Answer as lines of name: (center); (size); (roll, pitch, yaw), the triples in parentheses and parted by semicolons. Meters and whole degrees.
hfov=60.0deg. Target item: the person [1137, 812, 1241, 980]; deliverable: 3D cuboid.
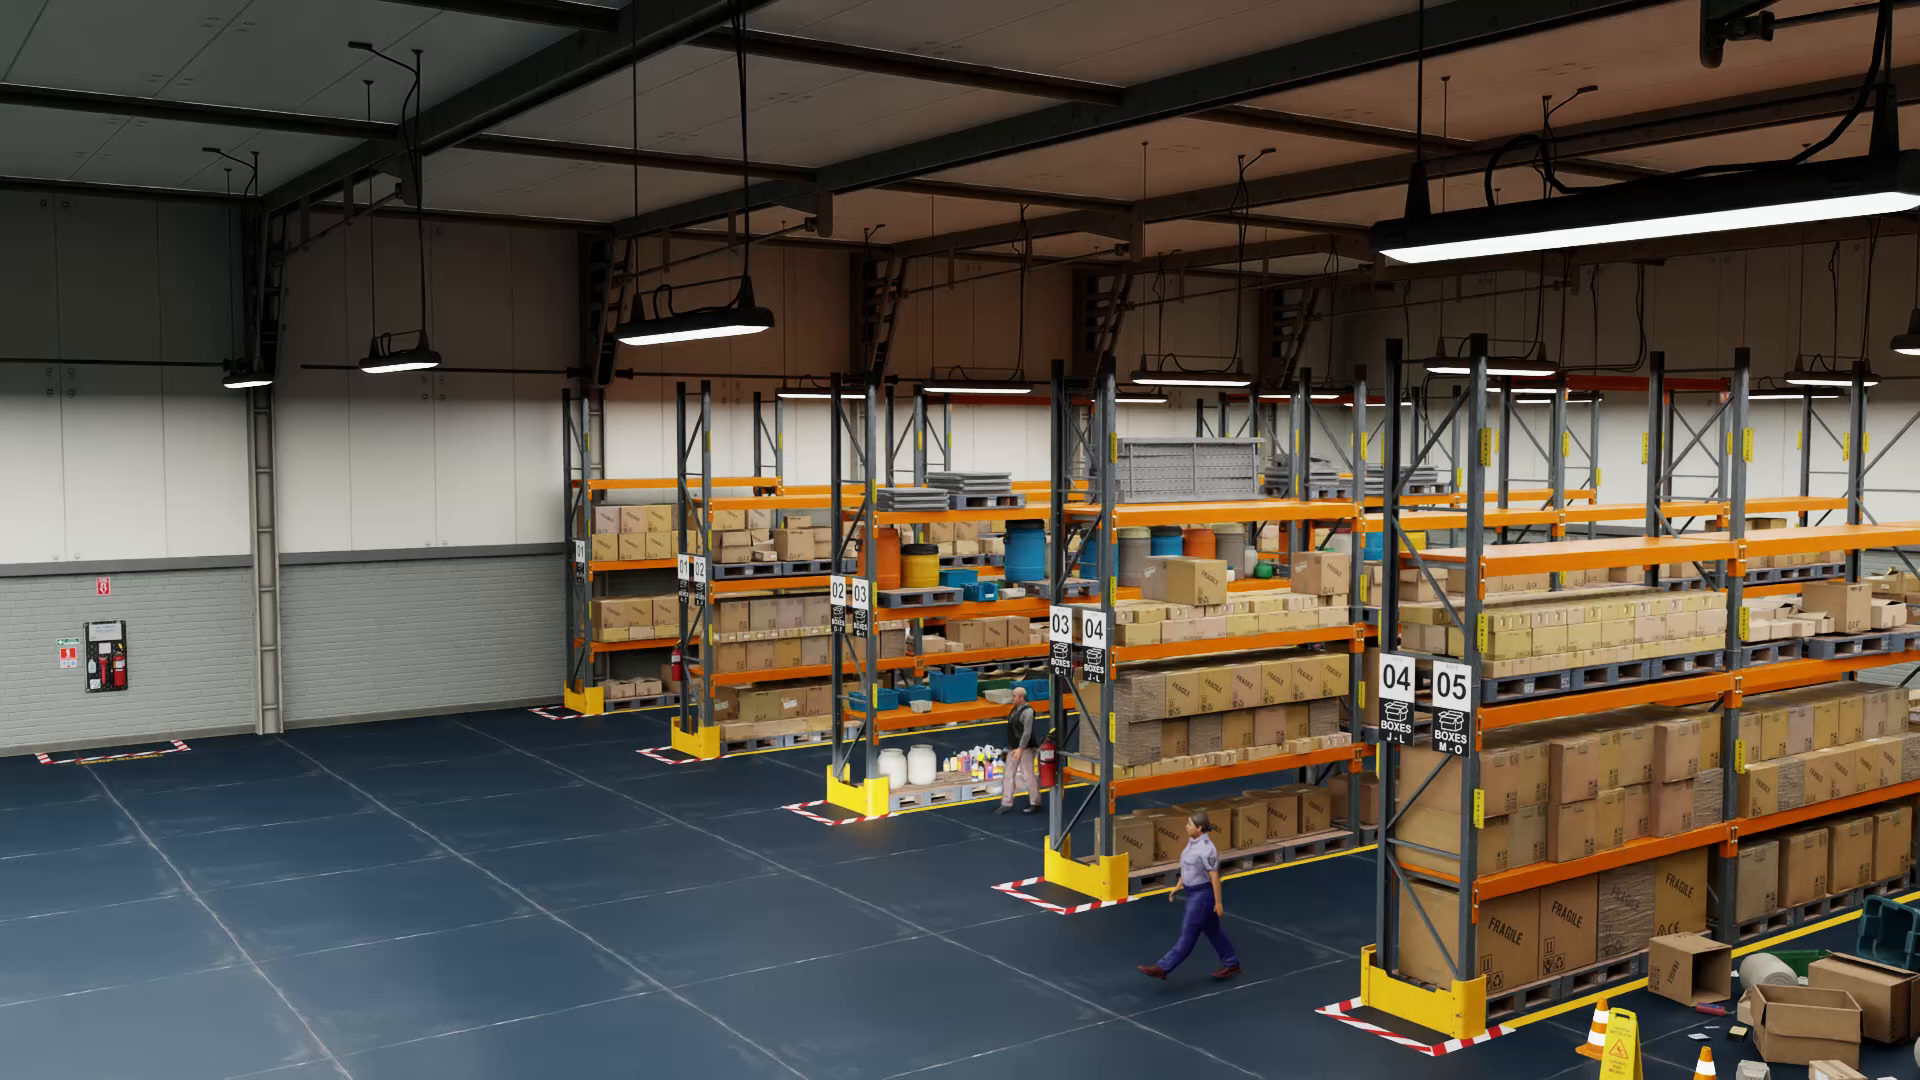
person: (2.159, 3.345, 15.653); (1.032, 1.592, 0.531); (0, 4, -2)

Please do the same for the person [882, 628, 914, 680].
person: (-1.281, 2.216, 32.121); (1.045, 1.710, 0.611); (-3, 5, -43)

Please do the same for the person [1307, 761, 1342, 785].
person: (5.084, 2.790, 23.265); (0.696, 1.779, 0.584); (-2, 4, -23)

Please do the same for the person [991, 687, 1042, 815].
person: (0.784, 2.858, 22.571); (0.696, 1.732, 0.584); (-2, 4, -25)
